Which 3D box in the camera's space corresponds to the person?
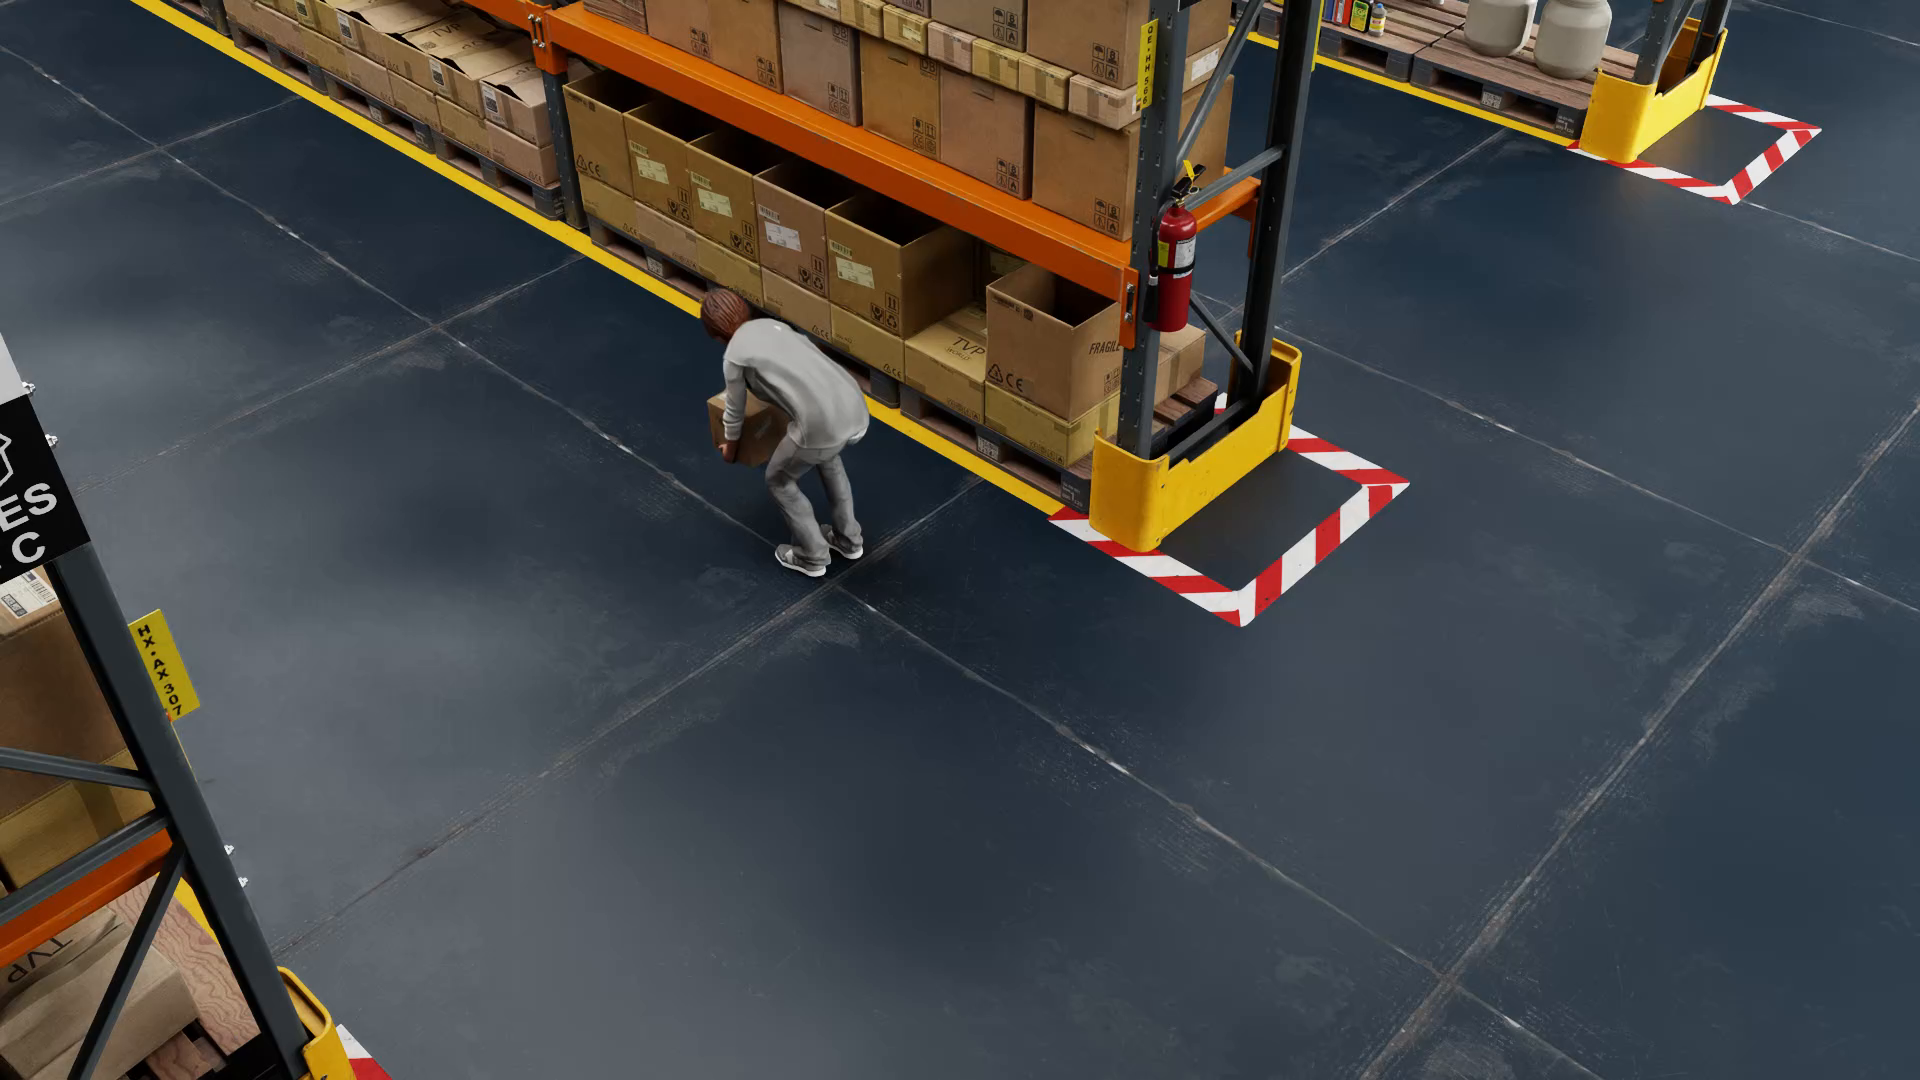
[{"bbox_3d":[-0.733,-0.437,7.027,0.829,1.162,0.391,29,48,30],"label":"person"}]
